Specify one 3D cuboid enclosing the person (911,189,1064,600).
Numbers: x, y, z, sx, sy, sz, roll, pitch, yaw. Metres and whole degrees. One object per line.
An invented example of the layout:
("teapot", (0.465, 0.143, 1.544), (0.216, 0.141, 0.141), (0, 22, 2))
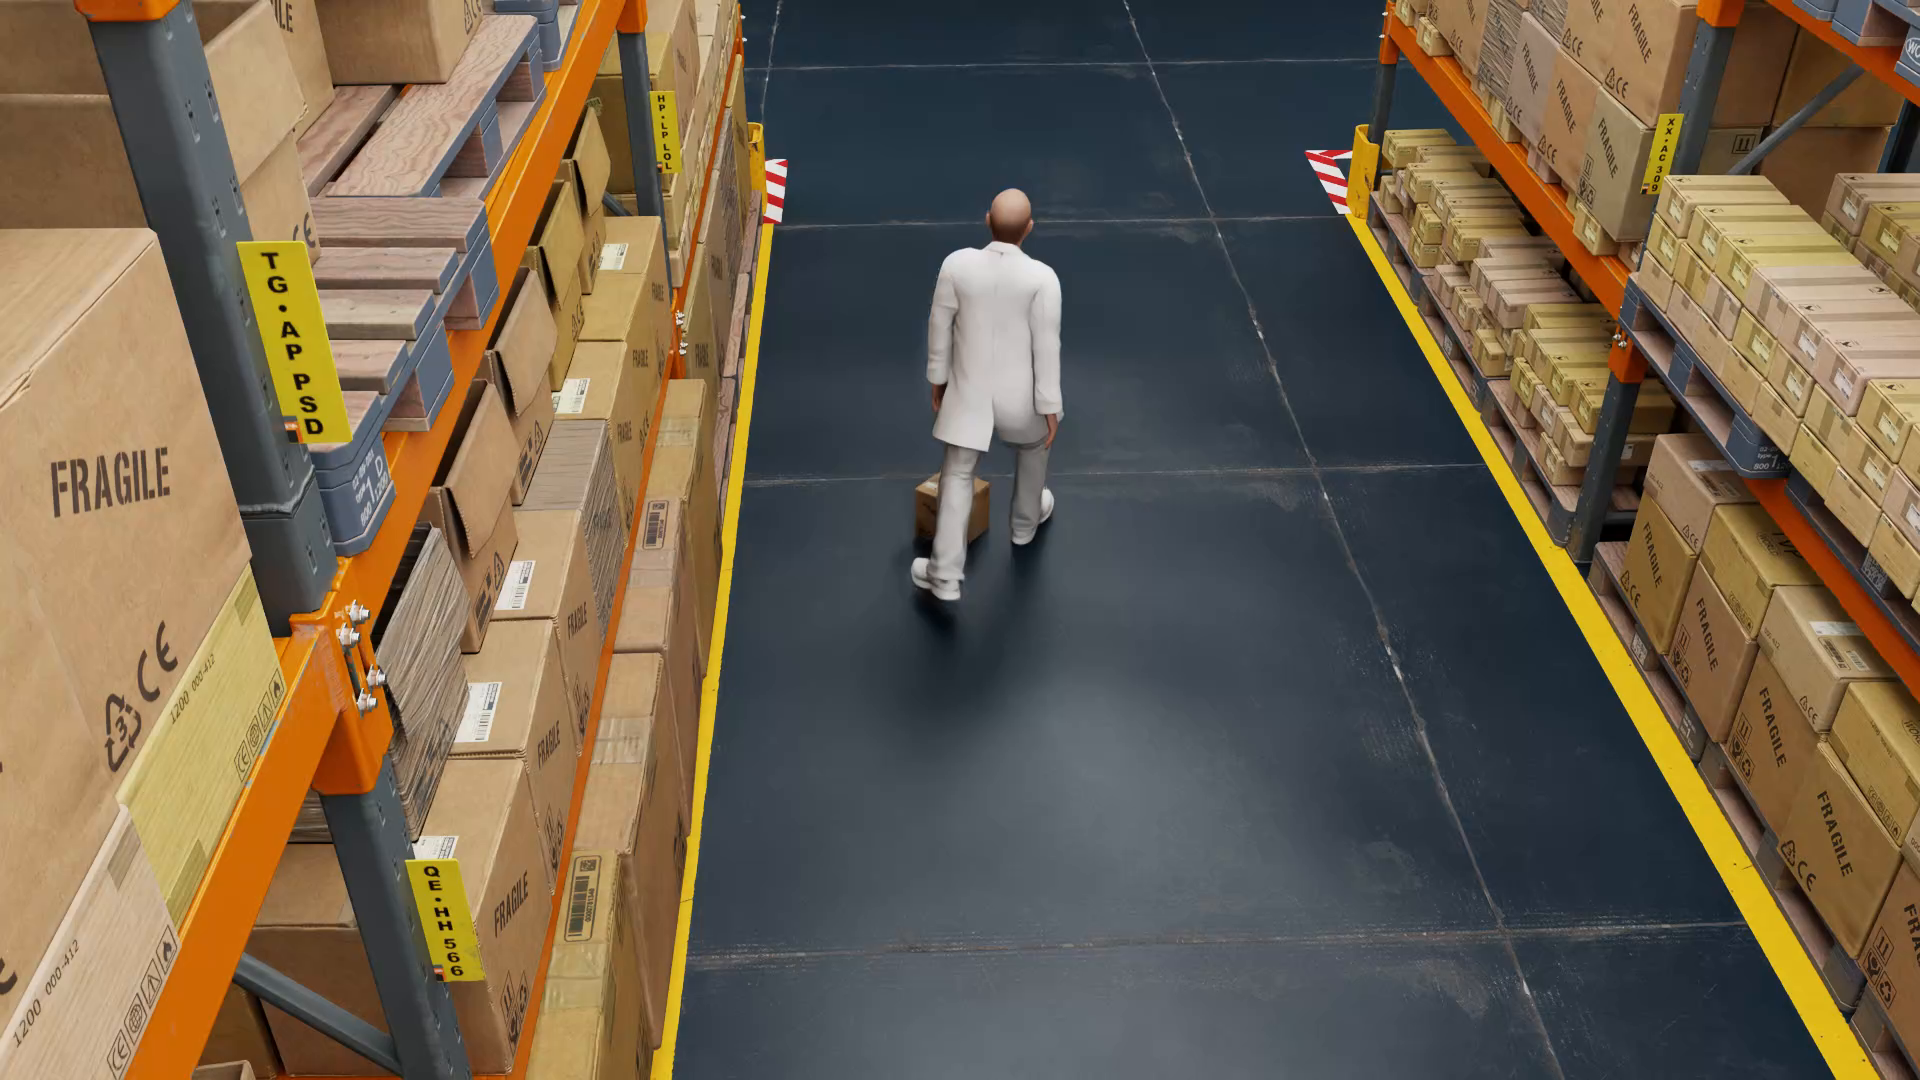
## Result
("person", (0.135, -0.614, 7.066), (0.627, 1.718, 1.022), (8, 36, 11))
